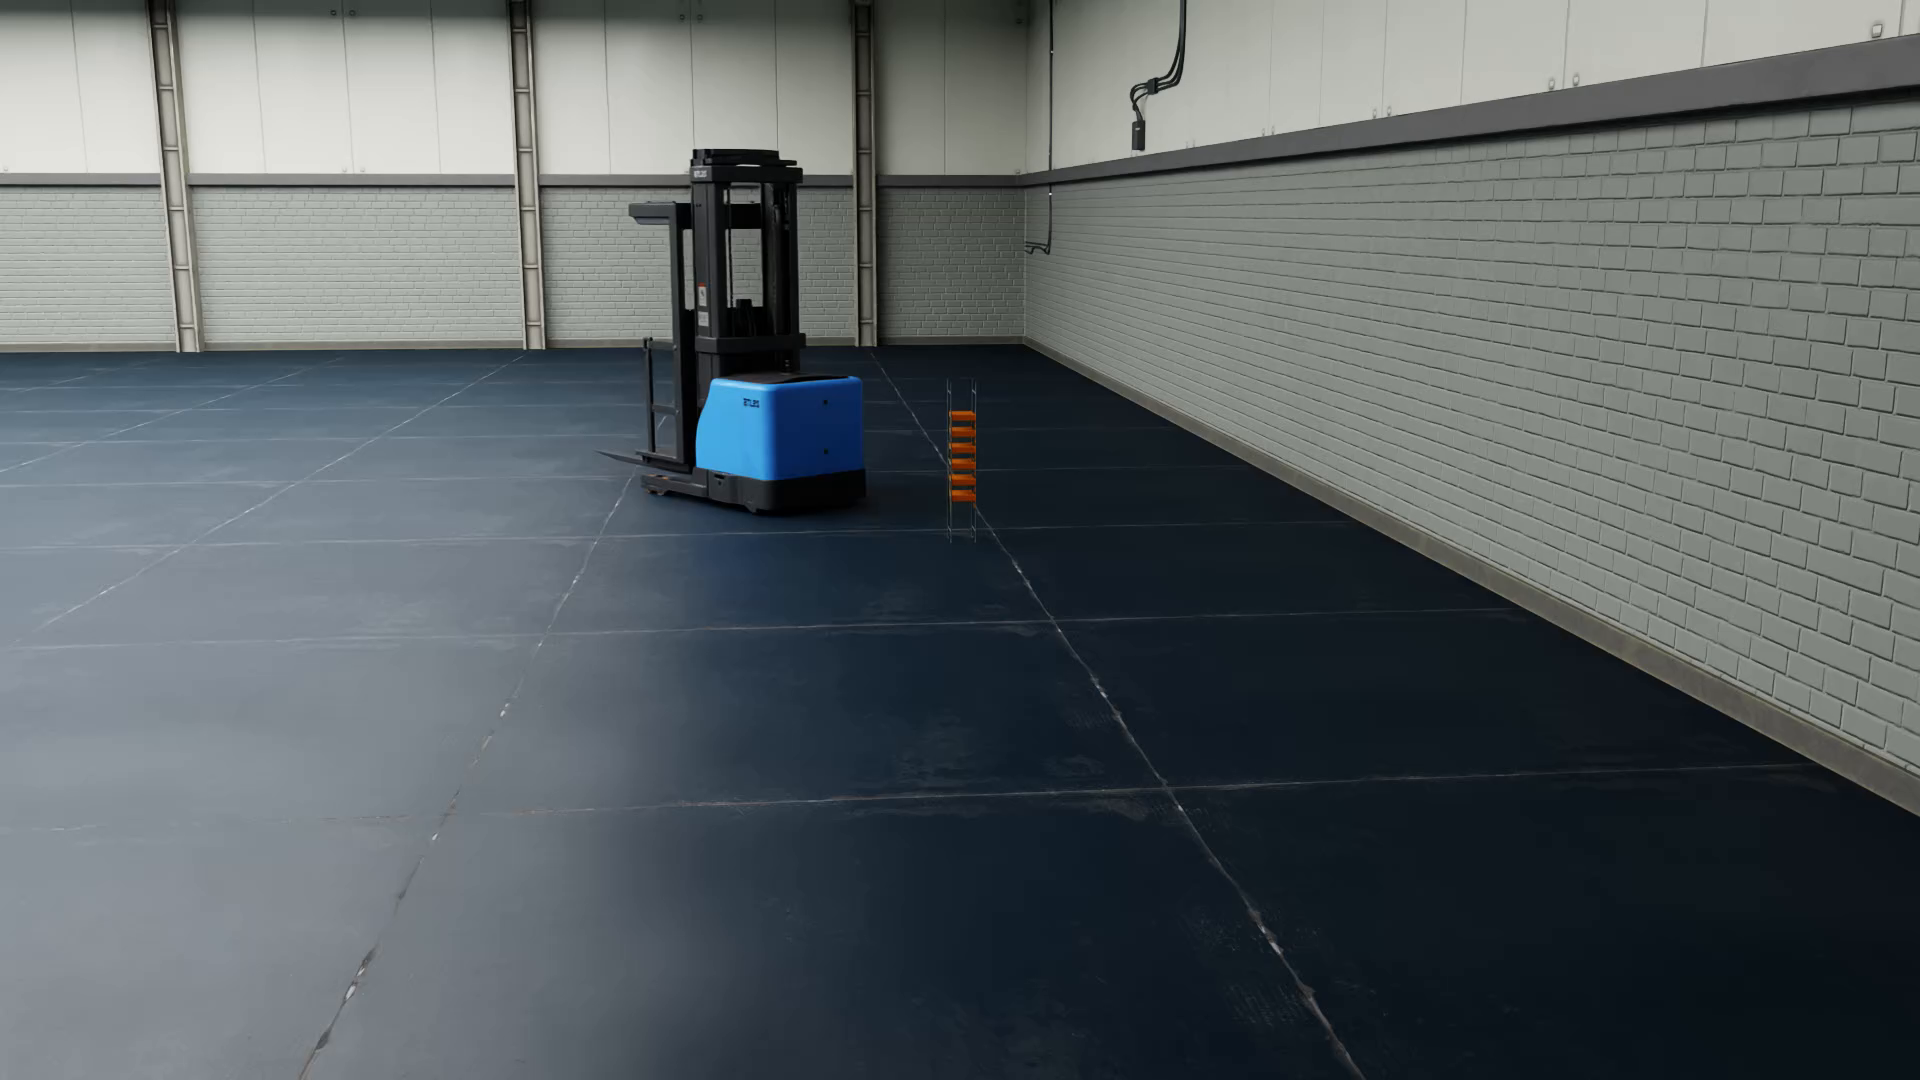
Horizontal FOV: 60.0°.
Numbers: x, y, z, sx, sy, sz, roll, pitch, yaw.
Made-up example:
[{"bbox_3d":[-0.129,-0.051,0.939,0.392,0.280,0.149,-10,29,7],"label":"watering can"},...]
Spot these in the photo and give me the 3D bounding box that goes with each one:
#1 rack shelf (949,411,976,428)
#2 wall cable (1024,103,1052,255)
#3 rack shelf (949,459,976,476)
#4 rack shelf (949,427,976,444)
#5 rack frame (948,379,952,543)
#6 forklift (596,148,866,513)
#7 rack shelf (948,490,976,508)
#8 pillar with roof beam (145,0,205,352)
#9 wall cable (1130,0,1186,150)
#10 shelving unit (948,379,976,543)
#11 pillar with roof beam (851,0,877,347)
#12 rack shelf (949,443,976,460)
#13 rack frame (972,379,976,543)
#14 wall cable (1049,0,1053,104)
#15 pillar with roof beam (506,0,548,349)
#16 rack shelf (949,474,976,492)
[{"bbox_3d":[0.014,-0.899,12.342,0.180,0.103,0.258,-1,11,-6],"label":"rack shelf"},{"bbox_3d":[1.328,-6.302,29.293,0.112,2.526,3.097,-1,11,-6],"label":"wall cable"},{"bbox_3d":[0.014,-0.545,12.412,0.180,0.103,0.258,-1,11,-6],"label":"rack shelf"},{"bbox_3d":[0.014,-0.781,12.365,0.180,0.103,0.258,-1,11,-6],"label":"rack shelf"},{"bbox_3d":[-0.077,-0.587,12.393,0.006,1.200,0.240,-1,11,-6],"label":"rack frame"},{"bbox_3d":[-2.155,-1.883,14.496,1.130,2.935,3.031,-10,15,-41],"label":"forklift"},{"bbox_3d":[0.014,-0.310,12.458,0.180,0.103,0.258,-1,11,-6],"label":"rack shelf"},{"bbox_3d":[-13.208,-6.942,24.500,0.400,9.000,9.100,-1,11,-6],"label":"pillar with roof beam"},{"bbox_3d":[2.338,-7.673,19.403,0.169,6.003,2.305,-1,11,-6],"label":"wall cable"},{"bbox_3d":[0.014,-0.589,12.403,0.189,1.200,0.258,-1,11,-6],"label":"shelving unit"},{"bbox_3d":[-1.278,-7.192,25.772,0.548,9.000,9.100,-1,11,-6],"label":"pillar with roof beam"},{"bbox_3d":[0.014,-0.663,12.388,0.180,0.103,0.258,-1,11,-6],"label":"rack shelf"},{"bbox_3d":[0.105,-0.591,12.413,0.006,1.200,0.240,-1,11,-6],"label":"rack frame"},{"bbox_3d":[1.620,-8.261,26.167,0.112,2.526,3.097,-1,11,-6],"label":"wall cable"},{"bbox_3d":[-7.243,-7.067,25.136,0.548,9.000,9.100,-1,11,-6],"label":"pillar with roof beam"},{"bbox_3d":[0.014,-0.428,12.435,0.180,0.103,0.258,-1,11,-6],"label":"rack shelf"}]
